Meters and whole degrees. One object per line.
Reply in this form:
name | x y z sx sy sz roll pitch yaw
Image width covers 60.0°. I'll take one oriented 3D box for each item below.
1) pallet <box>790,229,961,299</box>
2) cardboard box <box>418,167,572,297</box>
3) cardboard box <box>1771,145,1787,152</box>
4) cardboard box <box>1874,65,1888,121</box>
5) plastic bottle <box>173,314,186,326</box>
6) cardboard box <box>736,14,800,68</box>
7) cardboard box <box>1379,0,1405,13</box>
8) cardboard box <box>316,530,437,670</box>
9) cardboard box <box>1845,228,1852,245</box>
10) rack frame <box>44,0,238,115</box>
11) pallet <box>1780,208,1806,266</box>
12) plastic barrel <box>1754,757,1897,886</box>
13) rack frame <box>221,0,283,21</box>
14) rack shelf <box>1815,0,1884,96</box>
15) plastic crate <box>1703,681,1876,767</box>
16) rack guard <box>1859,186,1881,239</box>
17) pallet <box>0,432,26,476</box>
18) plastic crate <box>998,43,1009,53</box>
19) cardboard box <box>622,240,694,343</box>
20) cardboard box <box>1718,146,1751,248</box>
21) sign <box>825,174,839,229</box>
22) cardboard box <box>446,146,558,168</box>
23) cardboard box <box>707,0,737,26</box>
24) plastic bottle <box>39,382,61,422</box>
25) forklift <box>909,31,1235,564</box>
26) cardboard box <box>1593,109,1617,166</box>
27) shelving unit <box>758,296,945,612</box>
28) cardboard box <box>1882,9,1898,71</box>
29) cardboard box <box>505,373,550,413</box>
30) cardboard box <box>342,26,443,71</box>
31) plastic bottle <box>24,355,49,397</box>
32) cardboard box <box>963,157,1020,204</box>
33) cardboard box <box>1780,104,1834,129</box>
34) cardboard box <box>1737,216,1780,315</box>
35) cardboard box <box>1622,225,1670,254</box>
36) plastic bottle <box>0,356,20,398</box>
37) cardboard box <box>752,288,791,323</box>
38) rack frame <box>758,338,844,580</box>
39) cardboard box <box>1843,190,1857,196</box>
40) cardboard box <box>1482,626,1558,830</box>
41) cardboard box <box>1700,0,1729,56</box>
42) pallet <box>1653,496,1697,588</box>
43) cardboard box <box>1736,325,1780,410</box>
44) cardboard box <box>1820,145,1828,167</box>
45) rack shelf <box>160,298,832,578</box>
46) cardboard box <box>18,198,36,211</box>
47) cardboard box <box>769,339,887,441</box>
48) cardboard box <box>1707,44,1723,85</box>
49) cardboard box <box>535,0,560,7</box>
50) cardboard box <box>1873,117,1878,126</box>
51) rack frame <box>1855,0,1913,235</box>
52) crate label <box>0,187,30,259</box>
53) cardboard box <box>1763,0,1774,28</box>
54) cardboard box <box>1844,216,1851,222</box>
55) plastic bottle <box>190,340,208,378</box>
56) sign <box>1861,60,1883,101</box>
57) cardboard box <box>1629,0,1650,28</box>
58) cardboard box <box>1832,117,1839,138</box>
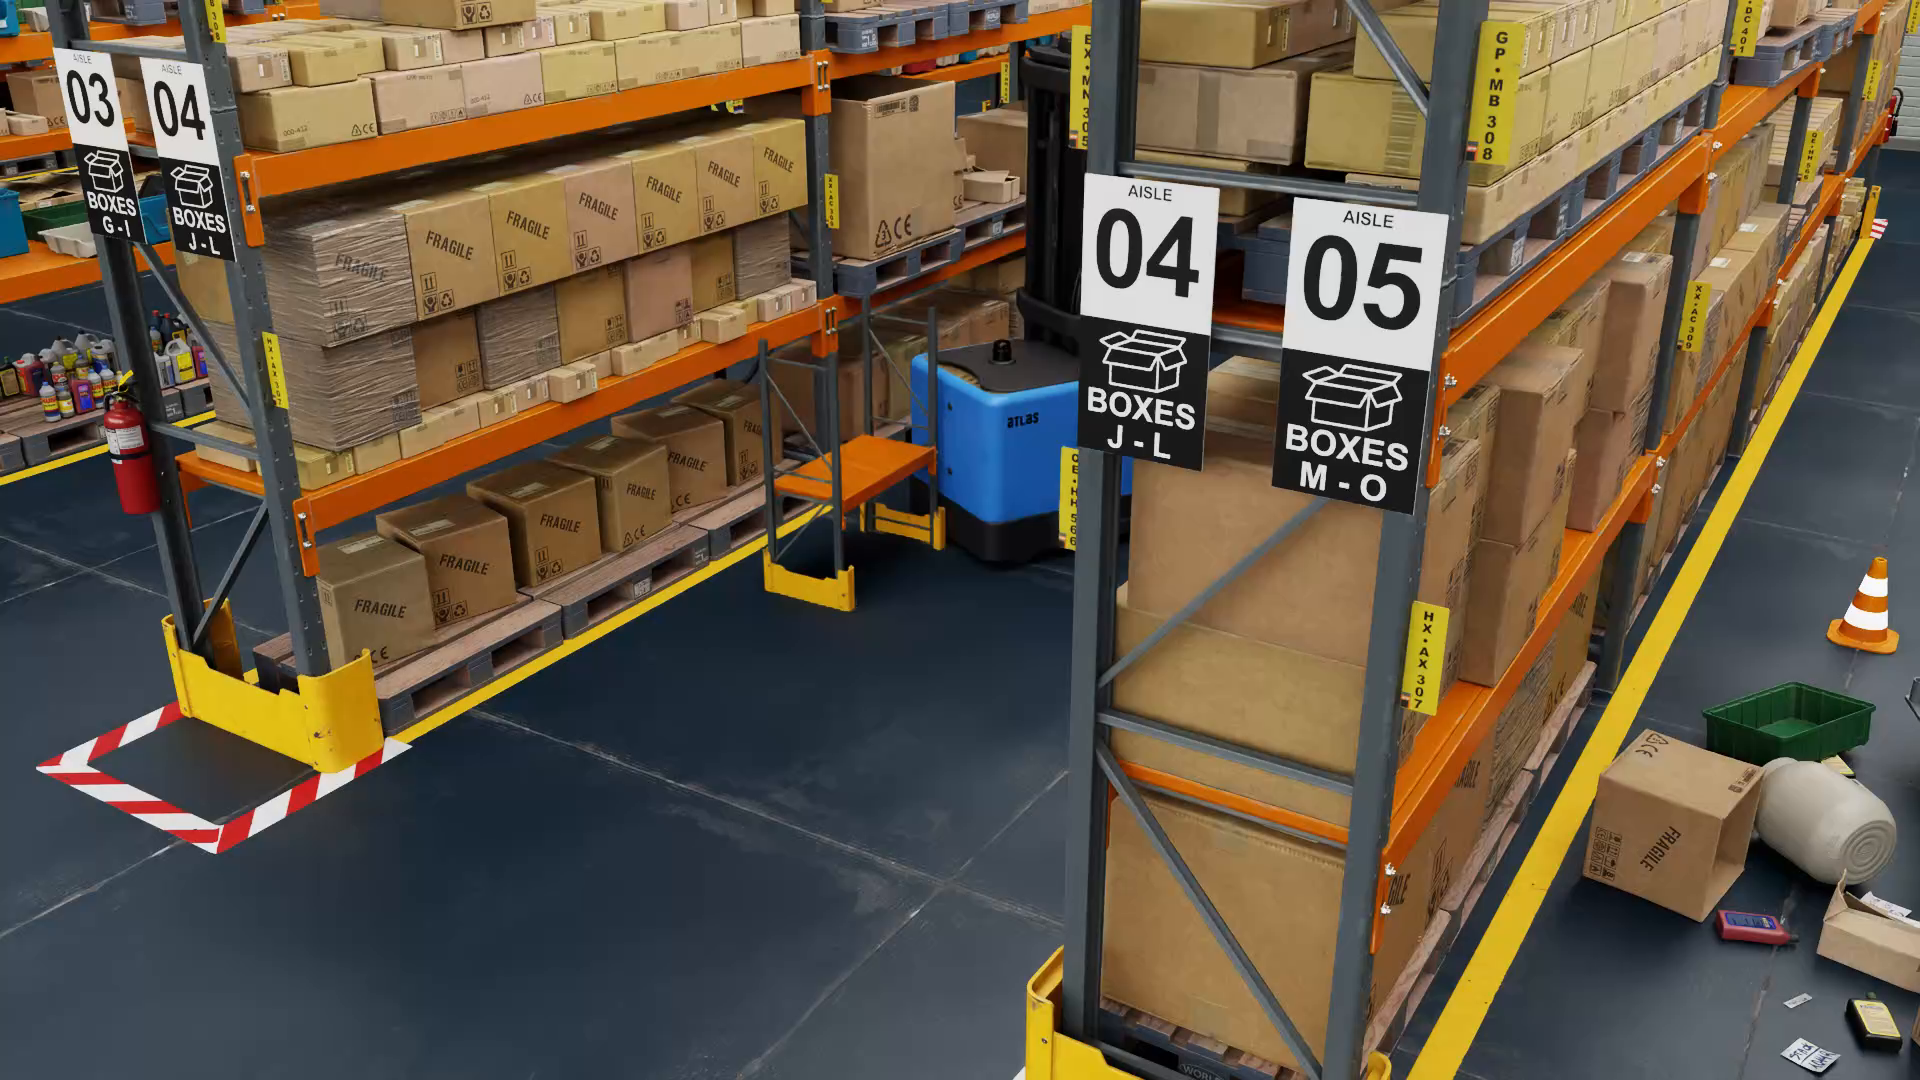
pallet | -0.725 -1.924 11.159 1.003 0.211 1.213 14 27 29
cardboard box | -2.308 -1.540 8.274 0.500 0.500 0.500 14 27 29
cardboard box | 5.700 -2.700 11.749 0.380 0.149 0.250 14 27 29
cardboard box | 8.413 -4.226 15.735 0.500 0.500 0.500 15 28 32
plastic bottle | -6.147 -1.644 13.146 0.152 0.276 0.135 15 28 31
cardboard box | -1.270 -2.883 9.548 0.500 0.250 0.500 15 28 31
cardboard box | 1.225 -1.753 5.407 0.380 0.149 0.250 14 27 29
cardboard box | -3.018 0.313 8.369 0.500 0.500 0.500 20 30 38
cardboard box | 8.676 -3.059 16.602 0.380 0.149 0.250 13 26 27
rack frame | -3.362 -3.187 6.285 1.000 3.000 0.127 14 27 29
pallet | 5.304 -2.236 11.880 1.213 0.211 1.003 14 27 29
plastic barrel | 3.614 1.176 7.001 0.421 0.421 0.512 -7 24 -17
rack frame | -5.459 -2.822 12.993 1.000 3.000 0.127 14 27 29
rack shelf | 6.074 -3.782 12.341 1.077 0.370 4.000 14 27 29
plastic crate | 3.930 0.887 7.894 0.662 0.188 0.450 -12 16 -26
rack guard | 9.199 -3.588 17.909 1.175 0.500 0.348 14 27 29
pallet | -7.136 -0.501 11.142 1.003 0.211 1.213 14 27 29
plastic crate | 0.429 -6.371 21.447 0.396 0.136 0.243 14 27 29
cardboard box | -2.013 -1.476 9.385 0.875 0.500 0.500 14 27 29
cardboard box | 4.239 -2.071 9.875 0.700 0.500 0.500 13 27 28
sign | -0.787 -2.070 10.167 0.100 0.325 0.005 14 27 29
cardboard box | -2.486 -1.818 8.915 0.500 0.500 0.500 14 27 29
cardboard box | -1.455 -2.931 9.156 0.380 0.149 0.250 12 26 26
plastic bottle | -6.348 -0.969 11.592 0.097 0.271 0.097 0 23 0
forklift | 1.217 -1.618 10.298 3.031 2.935 1.130 -13 27 -27
cardboard box | 1.918 -1.335 5.444 0.380 0.149 0.250 14 27 29
shelving unit | -0.607 -0.525 9.575 0.587 1.500 1.083 13 27 28
cardboard box | 8.398 -4.668 15.498 0.500 0.500 0.500 13 27 27
cardboard box | -2.355 -0.788 8.612 0.380 0.149 0.250 14 27 29
cardboard box | -2.568 -2.225 7.524 0.380 0.149 0.250 15 28 31
plastic bottle | -6.726 -1.196 12.103 0.061 0.283 0.133 14 27 29
cardboard box | 0.208 -2.646 12.227 0.396 0.266 0.258 13 27 27
cardboard box | 6.804 -3.407 13.384 0.380 0.149 0.250 13 27 27
cardboard box | 4.745 -1.730 10.345 0.500 0.500 0.500 14 27 29
cardboard box | 2.685 -1.158 7.601 0.875 0.550 0.550 14 27 29
plastic bottle | -6.927 -1.182 12.071 0.061 0.283 0.133 15 27 30
cardboard box | -1.255 -1.452 10.146 0.380 0.149 0.250 14 27 29
rack frame | -0.868 -0.348 9.165 0.500 1.500 0.032 13 27 28
cardboard box | 8.774 -3.426 16.698 0.380 0.149 0.250 13 26 27
cardboard box | 2.045 0.574 7.294 0.875 0.875 0.875 14 27 29
cardboard box | 2.867 -2.174 6.880 0.500 0.250 0.500 14 27 28
pallet | 3.895 -0.121 10.263 1.003 0.211 1.213 14 27 29
cardboard box | 5.609 -1.292 12.076 0.500 0.500 0.500 13 26 27
cardboard box | 6.818 -3.141 13.518 0.380 0.149 0.250 14 27 29
rack shelf | -2.307 -0.779 9.180 1.077 0.370 4.000 14 27 29
cardboard box | -9.236 -3.137 15.947 0.500 0.311 0.500 14 27 29
cardboard box | -0.909 -1.042 11.473 0.700 0.500 0.500 12 26 25
cardboard box | 2.988 -2.021 7.028 0.380 0.149 0.250 14 27 29
cardboard box | -2.341 -2.782 8.811 0.380 0.149 0.250 13 27 28
cardboard box | 8.910 -4.221 16.542 0.380 0.149 0.250 15 27 30
rack frame | 9.239 -4.761 17.472 1.000 3.000 0.127 14 27 29
crate label | -6.828 -2.166 11.434 0.502 0.435 0.616 14 27 29
cardboard box | 4.076 -2.851 8.800 0.396 0.266 0.258 14 27 29
cardboard box | 8.517 -3.108 16.339 0.380 0.149 0.250 15 28 32
plastic bottle | -5.706 -1.371 12.507 0.061 0.283 0.133 16 28 32
sign | 7.602 -3.827 13.857 0.100 0.325 0.005 14 27 29
cardboard box | 2.052 -1.788 5.486 0.380 0.149 0.250 14 27 30
cardboard box | 7.087 -3.449 13.855 0.380 0.149 0.250 15 27 31
